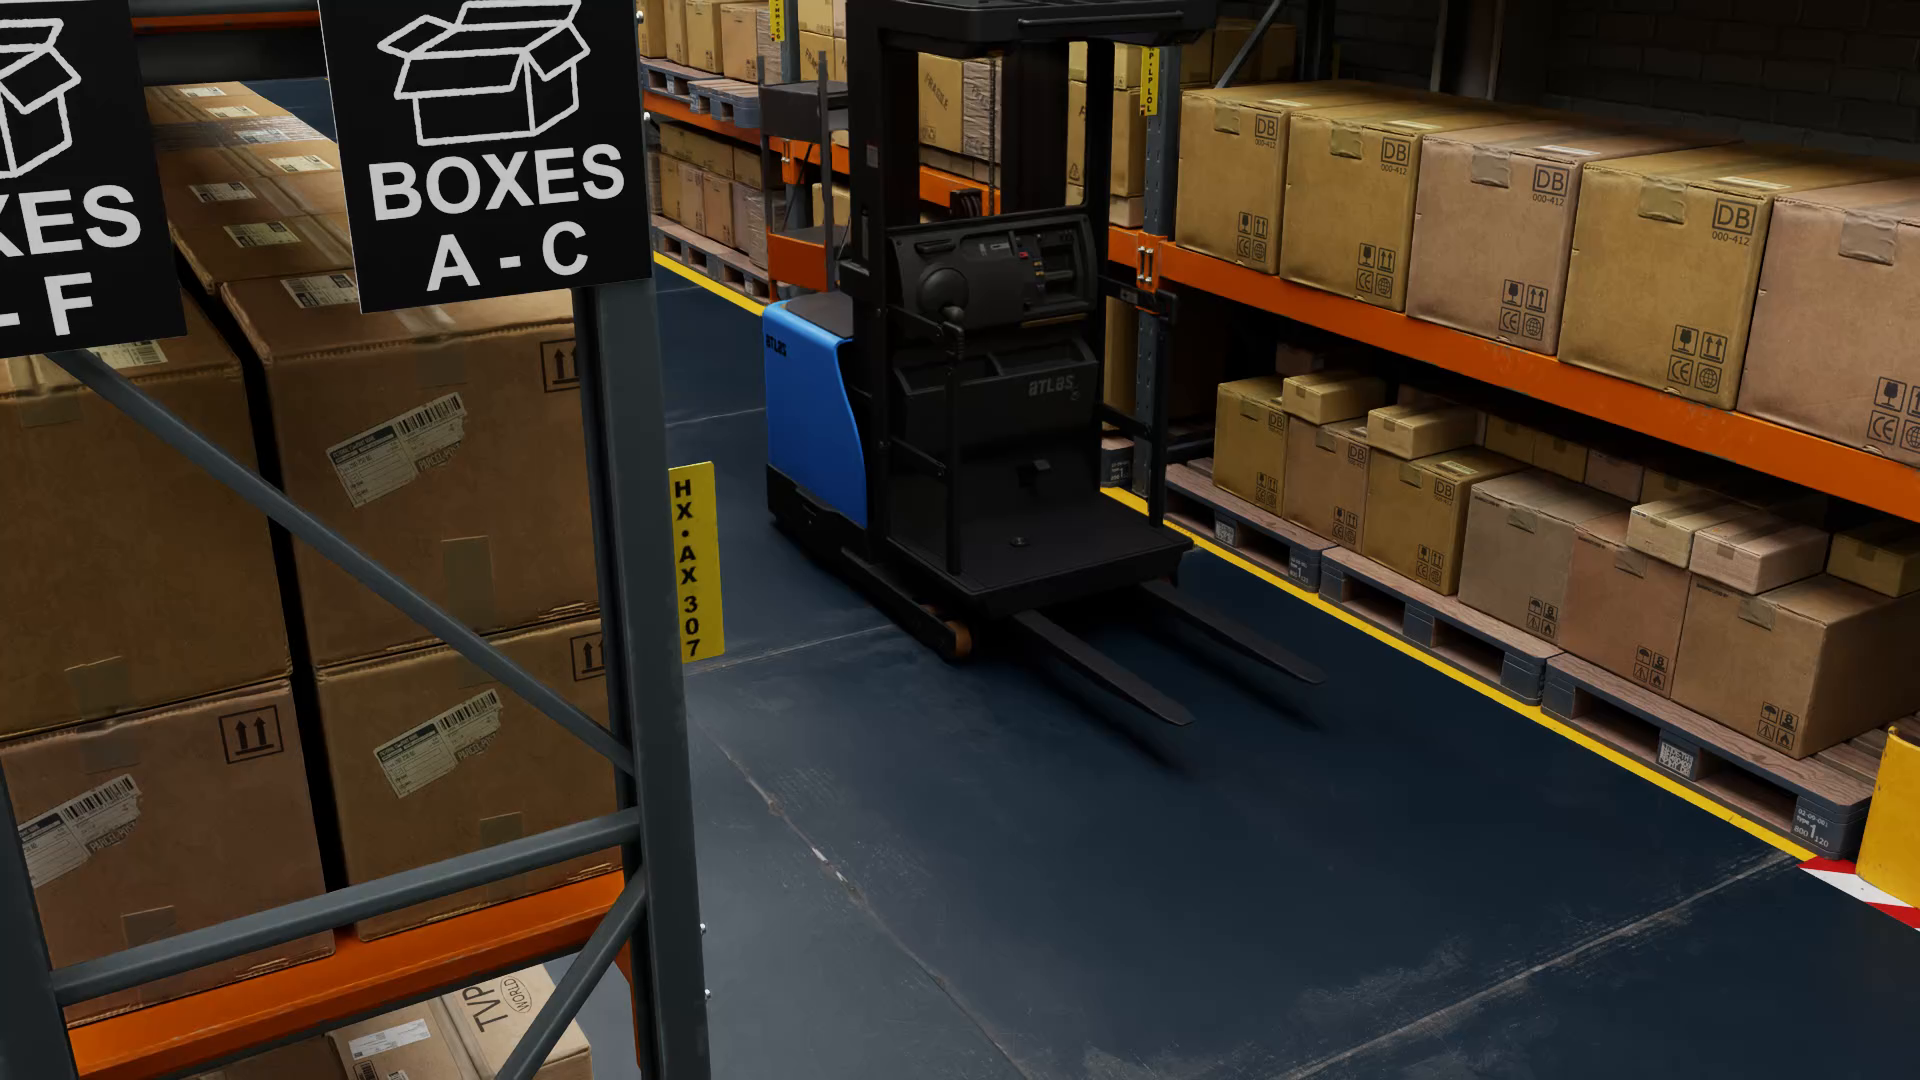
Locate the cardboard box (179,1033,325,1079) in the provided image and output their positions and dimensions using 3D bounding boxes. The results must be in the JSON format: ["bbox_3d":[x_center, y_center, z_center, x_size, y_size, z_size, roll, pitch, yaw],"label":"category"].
[{"bbox_3d":[-1.836,1.174,4.008,0.500,0.250,0.500,-13,25,-28],"label":"cardboard box"}]

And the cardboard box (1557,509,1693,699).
[{"bbox_3d":[2.670,0.186,6.133,0.700,0.500,0.500,-13,25,-28],"label":"cardboard box"}]

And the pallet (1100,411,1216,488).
[{"bbox_3d":[0.867,-0.647,9.122,1.003,0.211,1.213,-13,25,-28],"label":"pallet"}]

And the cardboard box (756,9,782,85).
[{"bbox_3d":[-0.966,-3.399,11.472,0.700,0.500,0.500,-16,27,-34],"label":"cardboard box"}]

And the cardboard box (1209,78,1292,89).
[{"bbox_3d":[1.308,-2.094,8.426,0.500,0.500,0.500,-14,26,-30],"label":"cardboard box"}]

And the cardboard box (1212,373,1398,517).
[{"bbox_3d":[1.620,-0.478,7.766,0.700,0.500,0.500,-12,25,-28],"label":"cardboard box"}]

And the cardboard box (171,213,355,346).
[{"bbox_3d":[-1.161,-0.326,3.170,0.500,0.500,0.500,-12,25,-28],"label":"cardboard box"}]

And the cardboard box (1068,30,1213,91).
[{"bbox_3d":[0.868,-2.346,8.050,0.500,0.250,0.500,-12,25,-27],"label":"cardboard box"}]

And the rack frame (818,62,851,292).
[{"bbox_3d":[-0.475,-1.231,8.026,0.400,2.100,0.015,-18,27,-38],"label":"rack frame"}]

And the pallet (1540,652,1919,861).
[{"bbox_3d":[2.894,0.640,5.958,1.003,0.211,1.213,-13,25,-28],"label":"pallet"}]

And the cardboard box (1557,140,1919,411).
[{"bbox_3d":[2.719,-0.944,5.752,0.980,0.700,0.700,-13,25,-29],"label":"cardboard box"}]

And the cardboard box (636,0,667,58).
[{"bbox_3d":[-2.250,-4.190,13.418,0.700,0.500,0.500,-10,24,-23],"label":"cardboard box"}]

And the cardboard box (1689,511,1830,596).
[{"bbox_3d":[2.704,0.041,5.628,0.380,0.149,0.250,-13,25,-29],"label":"cardboard box"}]

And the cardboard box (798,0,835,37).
[{"bbox_3d":[-0.692,-3.333,10.478,0.500,0.250,0.500,-12,25,-27],"label":"cardboard box"}]

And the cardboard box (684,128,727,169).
[{"bbox_3d":[-1.873,-3.142,13.296,0.500,0.250,0.500,-13,26,-30],"label":"cardboard box"}]

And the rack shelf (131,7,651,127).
[{"bbox_3d":[-1.909,-1.158,3.649,1.077,0.370,4.000,-13,25,-28],"label":"rack shelf"}]

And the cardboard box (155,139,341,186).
[{"bbox_3d":[-1.672,-0.653,3.974,0.500,0.500,0.500,-13,25,-29],"label":"cardboard box"}]

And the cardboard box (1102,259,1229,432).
[{"bbox_3d":[0.883,-1.087,8.800,0.750,0.750,0.750,-12,25,-28],"label":"cardboard box"}]

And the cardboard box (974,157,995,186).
[{"bbox_3d":[0.299,-2.071,9.230,0.380,0.149,0.250,-13,26,-30],"label":"cardboard box"}]

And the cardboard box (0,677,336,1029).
[{"bbox_3d":[-1.350,0.407,2.695,0.500,0.500,0.500,-12,25,-27],"label":"cardboard box"}]

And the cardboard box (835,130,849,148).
[{"bbox_3d":[-0.564,-2.554,10.419,0.380,0.149,0.250,-12,25,-27],"label":"cardboard box"}]

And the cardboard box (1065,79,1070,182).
[{"bbox_3d":[0.605,-2.161,8.590,0.500,0.500,0.500,-12,25,-28],"label":"cardboard box"}]

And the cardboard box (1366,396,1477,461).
[{"bbox_3d":[1.905,-0.464,6.869,0.380,0.149,0.250,-13,26,-30],"label":"cardboard box"}]

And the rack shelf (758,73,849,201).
[{"bbox_3d":[-0.644,-1.935,7.948,0.431,0.518,0.480,-18,27,-38],"label":"rack shelf"}]

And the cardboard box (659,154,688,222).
[{"bbox_3d":[-2.063,-2.946,13.812,0.700,0.500,0.500,-13,26,-29],"label":"cardboard box"}]

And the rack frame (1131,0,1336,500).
[{"bbox_3d":[1.326,-1.703,8.018,1.000,3.000,0.127,-13,25,-28],"label":"rack frame"}]

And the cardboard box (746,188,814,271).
[{"bbox_3d":[-1.130,-2.267,12.141,0.700,0.500,0.500,-12,25,-27],"label":"cardboard box"}]

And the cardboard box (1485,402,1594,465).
[{"bbox_3d":[2.384,-0.443,6.818,0.380,0.149,0.250,-13,26,-29],"label":"cardboard box"}]

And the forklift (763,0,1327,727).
[{"bbox_3d":[0.263,-1.073,6.559,1.130,2.935,3.031,-13,25,-28],"label":"forklift"}]

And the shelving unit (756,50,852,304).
[{"bbox_3d":[-0.636,-1.295,8.198,0.431,2.100,0.503,-18,27,-38],"label":"shelving unit"}]

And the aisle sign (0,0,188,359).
[{"bbox_3d":[-1.116,-0.578,1.797,0.394,0.787,0.004,-13,25,-28],"label":"aisle sign"}]

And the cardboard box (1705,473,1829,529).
[{"bbox_3d":[2.902,-0.115,6.011,0.380,0.149,0.250,-13,25,-28],"label":"cardboard box"}]

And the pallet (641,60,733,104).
[{"bbox_3d":[-1.763,-3.542,12.797,1.003,0.211,1.213,-13,25,-28],"label":"pallet"}]

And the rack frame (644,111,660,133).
[{"bbox_3d":[-2.760,-4.293,14.390,1.000,3.000,0.127,-13,25,-28],"label":"rack frame"}]

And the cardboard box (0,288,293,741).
[{"bbox_3d":[-1.351,-0.055,2.503,0.500,0.500,0.500,-13,25,-29],"label":"cardboard box"}]

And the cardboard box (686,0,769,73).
[{"bbox_3d":[-1.621,-3.798,12.454,0.700,0.500,0.500,-13,25,-28],"label":"cardboard box"}]

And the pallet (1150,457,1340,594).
[{"bbox_3d":[1.648,-0.150,7.901,1.003,0.211,1.213,-13,25,-28],"label":"pallet"}]

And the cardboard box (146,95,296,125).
[{"bbox_3d":[-2.185,-0.980,4.777,0.500,0.500,0.500,-13,26,-29],"label":"cardboard box"}]

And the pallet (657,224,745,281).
[{"bbox_3d":[-1.734,-2.354,13.323,1.003,0.211,1.213,-13,25,-28],"label":"pallet"}]

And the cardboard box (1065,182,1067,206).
[{"bbox_3d":[0.668,-1.821,8.615,0.380,0.149,0.250,-12,25,-27],"label":"cardboard box"}]

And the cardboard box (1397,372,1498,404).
[{"bbox_3d":[2.123,-0.608,7.225,0.380,0.149,0.250,-14,26,-30],"label":"cardboard box"}]

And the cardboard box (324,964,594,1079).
[{"bbox_3d":[-1.176,1.223,3.886,0.500,0.250,0.500,-13,25,-28],"label":"cardboard box"}]

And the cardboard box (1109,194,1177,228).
[{"bbox_3d":[0.910,-1.651,8.197,0.380,0.149,0.250,-12,25,-28],"label":"cardboard box"}]

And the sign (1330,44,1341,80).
[{"bbox_3d":[1.803,-2.248,8.104,0.100,0.325,0.005,-13,25,-28],"label":"sign"}]

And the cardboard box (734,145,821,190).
[{"bbox_3d":[-1.367,-2.811,12.483,0.500,0.250,0.500,-12,25,-27],"label":"cardboard box"}]

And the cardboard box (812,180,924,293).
[{"bbox_3d":[-0.454,-1.934,10.882,0.750,0.750,0.750,-13,25,-29],"label":"cardboard box"}]

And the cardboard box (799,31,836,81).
[{"bbox_3d":[-0.689,-2.985,10.618,0.500,0.500,0.500,-12,25,-27],"label":"cardboard box"}]

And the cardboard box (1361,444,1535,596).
[{"bbox_3d":[2.134,-0.148,6.955,0.700,0.500,0.500,-12,25,-27],"label":"cardboard box"}]

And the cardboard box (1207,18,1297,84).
[{"bbox_3d":[1.315,-2.443,8.288,0.500,0.250,0.500,-12,25,-27],"label":"cardboard box"}]

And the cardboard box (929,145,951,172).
[{"bbox_3d":[0.045,-2.245,9.659,0.380,0.149,0.250,-12,25,-28],"label":"cardboard box"}]

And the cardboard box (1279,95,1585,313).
[{"bbox_3d":[1.958,-1.426,6.938,0.980,0.700,0.700,-13,26,-30],"label":"cardboard box"}]

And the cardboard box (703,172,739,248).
[{"bbox_3d":[-1.571,-2.612,12.988,0.700,0.500,0.500,-13,25,-29],"label":"cardboard box"}]

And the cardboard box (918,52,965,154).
[{"bbox_3d":[0.096,-2.486,9.389,0.500,0.500,0.500,-12,25,-27],"label":"cardboard box"}]

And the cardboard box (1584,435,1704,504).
[{"bbox_3d":[2.644,-0.278,6.412,0.380,0.149,0.250,-12,25,-27],"label":"cardboard box"}]

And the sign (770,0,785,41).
[{"bbox_3d":[-1.179,-3.390,10.737,0.100,0.325,0.005,-13,25,-28],"label":"sign"}]

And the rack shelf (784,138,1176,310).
[{"bbox_3d":[0.305,-2.017,9.747,1.077,0.370,4.000,-13,25,-28],"label":"rack shelf"}]

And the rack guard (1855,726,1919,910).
[{"bbox_3d":[3.382,0.757,5.284,1.175,0.500,0.348,-13,25,-28],"label":"rack guard"}]
